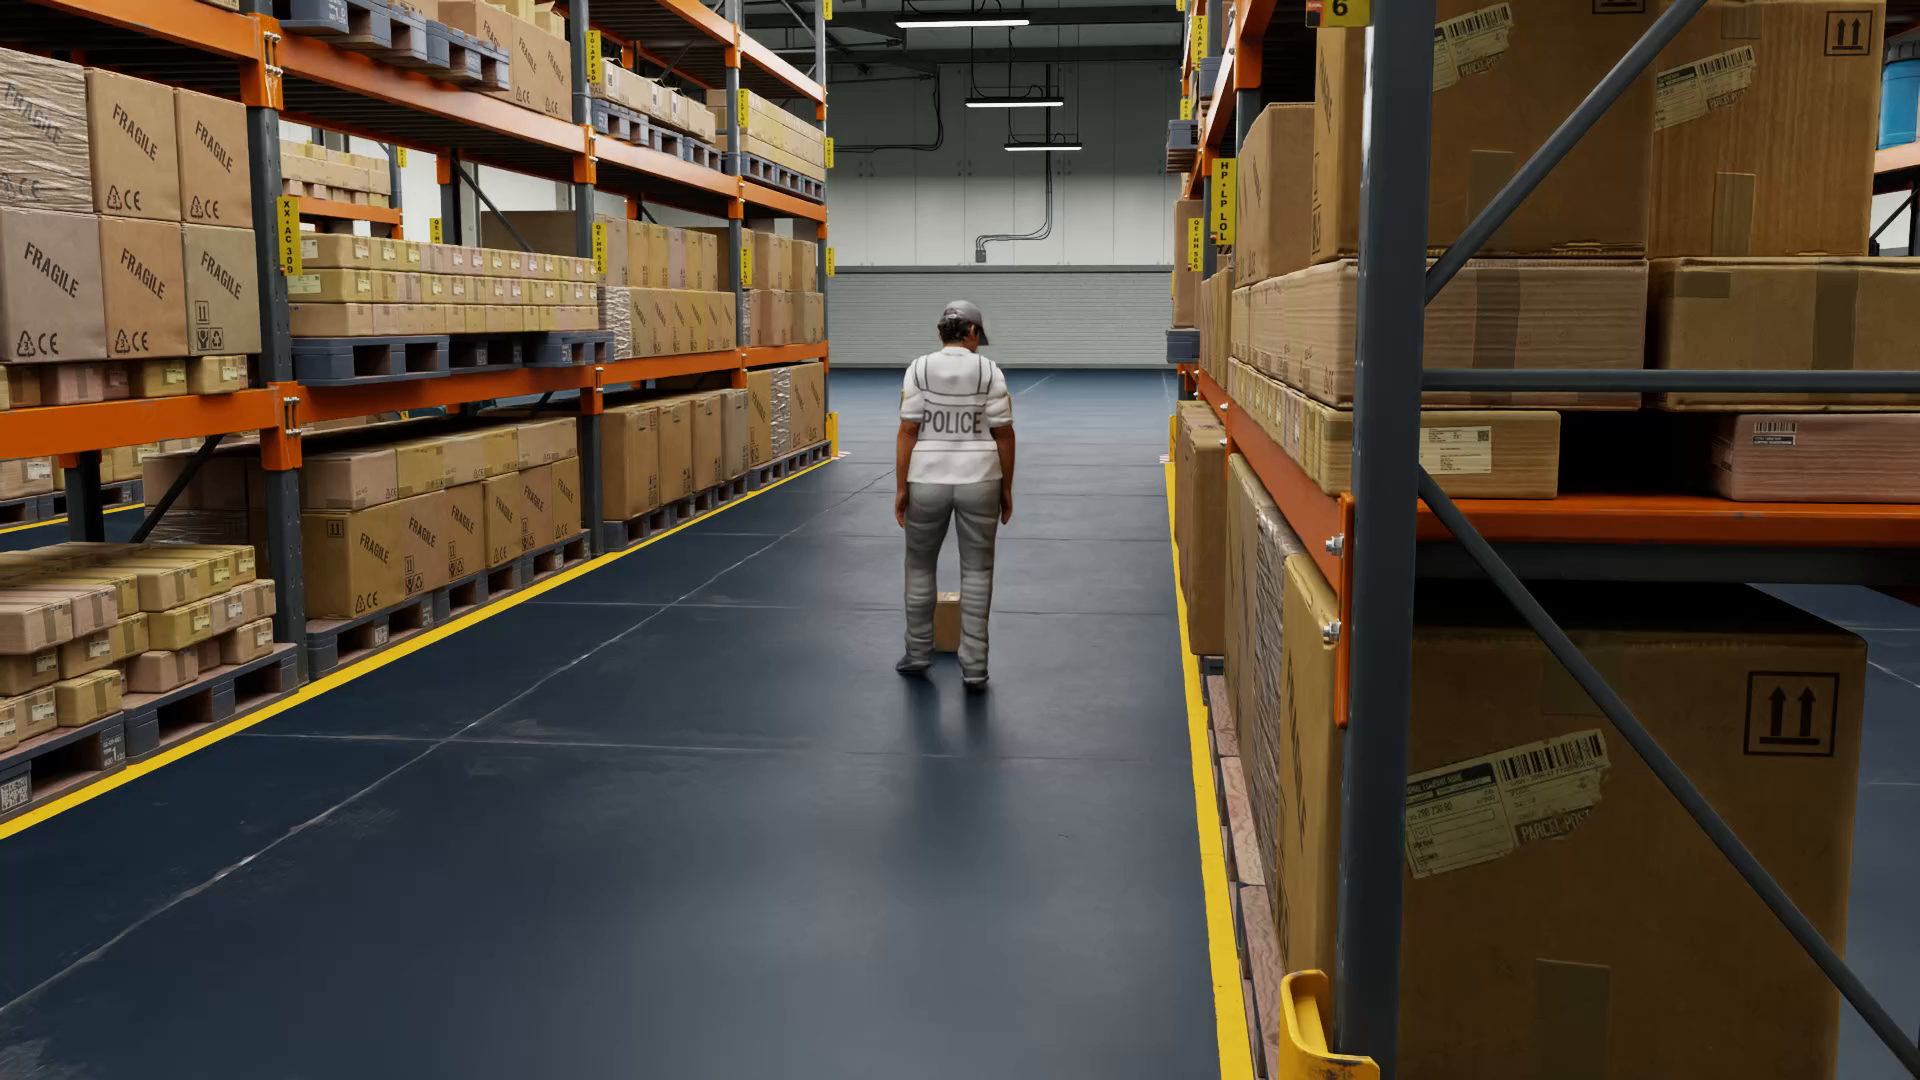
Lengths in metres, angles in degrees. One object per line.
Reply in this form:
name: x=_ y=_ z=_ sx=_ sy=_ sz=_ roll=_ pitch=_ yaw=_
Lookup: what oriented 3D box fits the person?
person: x=-0.030 y=-0.200 z=7.273 sx=0.535 sy=1.675 sz=0.573 roll=0 pitch=8 yaw=1
